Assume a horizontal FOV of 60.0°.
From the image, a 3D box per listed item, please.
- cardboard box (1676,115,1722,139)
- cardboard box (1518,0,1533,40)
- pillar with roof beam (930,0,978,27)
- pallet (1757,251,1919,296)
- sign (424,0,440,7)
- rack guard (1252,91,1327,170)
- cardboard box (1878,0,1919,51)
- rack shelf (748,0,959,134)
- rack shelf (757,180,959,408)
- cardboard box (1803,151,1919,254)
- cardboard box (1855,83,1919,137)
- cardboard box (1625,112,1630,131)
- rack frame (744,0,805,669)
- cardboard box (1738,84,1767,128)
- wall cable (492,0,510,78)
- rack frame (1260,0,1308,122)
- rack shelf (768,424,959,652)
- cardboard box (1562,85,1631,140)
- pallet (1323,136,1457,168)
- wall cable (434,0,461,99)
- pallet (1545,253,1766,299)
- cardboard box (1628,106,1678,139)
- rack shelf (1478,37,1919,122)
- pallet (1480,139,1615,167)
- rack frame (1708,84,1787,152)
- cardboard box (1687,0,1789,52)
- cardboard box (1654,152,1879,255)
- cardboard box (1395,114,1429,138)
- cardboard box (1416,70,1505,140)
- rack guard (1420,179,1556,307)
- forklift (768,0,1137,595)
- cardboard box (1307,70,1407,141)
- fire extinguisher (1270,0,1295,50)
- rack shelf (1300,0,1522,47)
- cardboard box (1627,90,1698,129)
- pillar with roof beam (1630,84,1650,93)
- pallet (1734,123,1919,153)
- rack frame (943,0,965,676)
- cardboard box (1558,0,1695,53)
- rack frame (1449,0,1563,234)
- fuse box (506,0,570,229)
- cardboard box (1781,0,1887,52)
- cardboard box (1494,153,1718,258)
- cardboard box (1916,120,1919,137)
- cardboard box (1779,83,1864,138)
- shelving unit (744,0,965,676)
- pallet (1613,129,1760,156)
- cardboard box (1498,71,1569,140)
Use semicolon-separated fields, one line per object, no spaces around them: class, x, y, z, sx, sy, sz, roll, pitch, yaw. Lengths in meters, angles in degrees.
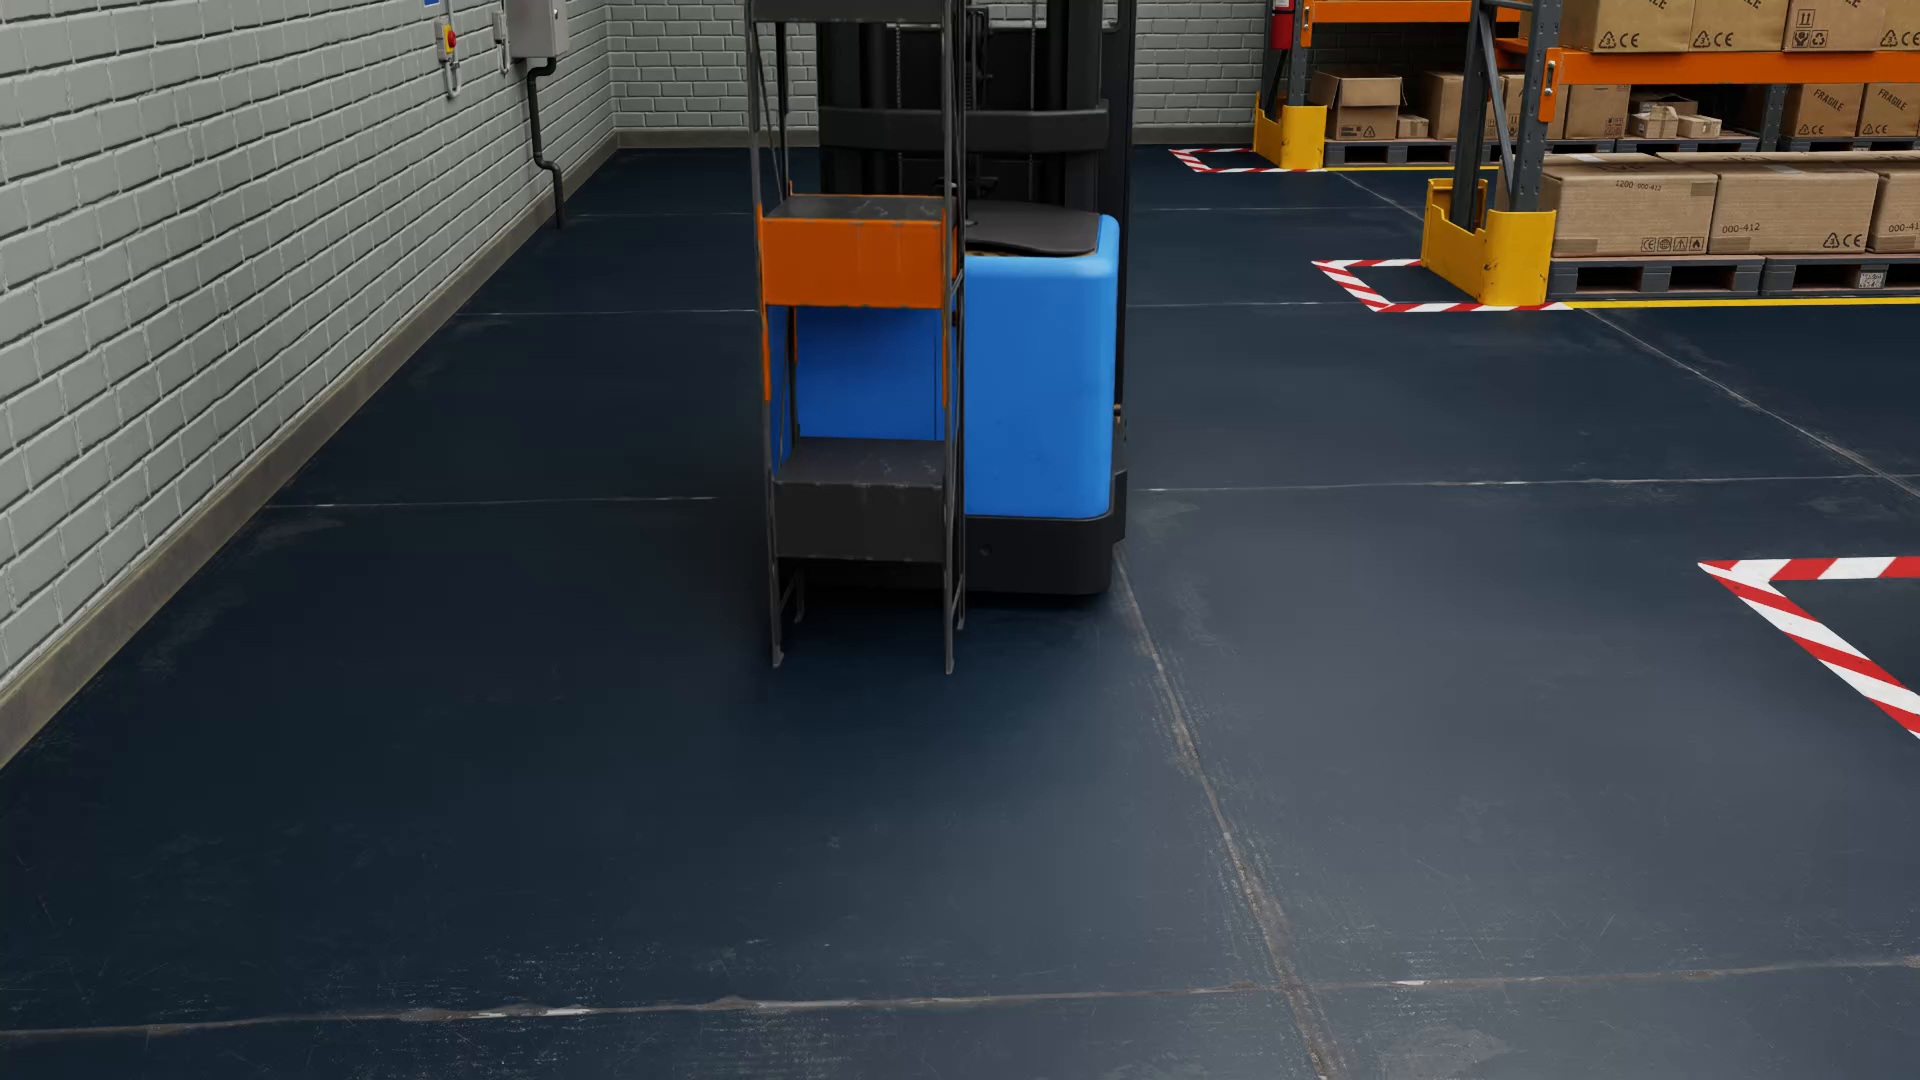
cardboard box;6.142;-3.455;13.896;0.250;0.149;0.380;-2;21;-5
cardboard box;3.442;-3.013;9.177;0.500;0.500;0.500;-1;21;-3
pillar with roof beam;0.191;-6.165;9.167;0.400;9.000;9.100;-1;21;-3
pallet;4.984;-1.627;9.597;1.213;0.211;1.003;-1;21;-3
sign;-2.711;-2.847;8.504;0.001;0.218;0.327;-1;21;-3
rack guard;2.764;-3.459;14.002;0.348;0.500;1.175;-1;21;-3
cardboard box;4.982;-2.857;8.768;0.500;0.500;0.500;0;21;-1
rack shelf;-0.255;-1.323;4.216;0.480;0.518;0.431;2;21;5
rack shelf;-0.255;-0.669;4.465;0.480;0.518;0.431;2;21;5
cardboard box;5.442;-1.949;9.535;0.875;0.438;0.875;-2;21;-5
cardboard box;7.708;-3.679;13.991;0.500;0.500;0.500;-1;21;-4
cardboard box;5.576;-3.632;14.362;0.250;0.149;0.380;-1;21;-4
rack frame;-0.498;-0.690;4.483;0.015;2.100;0.400;2;21;5
cardboard box;7.155;-3.850;14.439;0.500;0.500;0.500;-1;21;-3
wall cable;-2.746;-3.718;9.742;0.122;1.984;0.588;-1;21;-3
rack frame;2.688;-4.625;13.554;0.127;3.000;1.000;-1;21;-3
rack shelf;-0.255;-0.015;4.714;0.480;0.518;0.431;2;21;5
cardboard box;5.196;-3.657;13.933;0.500;0.500;0.700;-2;21;-5
pallet;3.560;-3.340;14.097;1.213;0.211;1.003;-1;21;-3
wall cable;-2.653;-3.229;8.414;0.123;1.953;0.585;-1;21;-3
pallet;3.769;-1.603;9.534;1.213;0.211;1.003;-1;21;-3
cardboard box;5.786;-3.502;13.856;0.258;0.266;0.396;0;21;-1
rack shelf;4.972;-2.566;9.157;4.000;0.370;1.077;-1;21;-3
pallet;4.775;-3.364;14.160;1.213;0.211;1.003;-1;21;-3
rack frame;6.682;-4.706;13.767;0.127;3.000;1.000;-1;21;-3
cardboard box;3.974;-2.837;8.715;0.500;0.500;0.500;-1;21;-4
cardboard box;4.542;-1.931;9.489;0.875;0.438;0.875;-1;21;-2
cardboard box;3.731;-3.463;13.917;0.250;0.149;0.380;-2;21;-5
cardboard box;4.160;-3.636;13.877;0.500;0.500;0.700;0;21;-1
rack guard;2.951;-1.693;9.366;0.348;0.500;1.175;-1;21;-3
forklift;0.079;-1.688;5.935;1.130;2.935;3.031;2;21;5
cardboard box;3.304;-3.634;13.867;0.637;0.503;0.797;-2;21;-5
fire extinguisher;2.568;-4.248;13.195;0.183;0.674;0.296;-1;21;-3
rack shelf;4.685;-4.330;13.788;4.000;0.370;1.077;-1;21;-3
cardboard box;6.009;-3.717;14.356;0.500;0.311;0.500;0;21;-1
pillar with roof beam;6.181;-6.287;9.487;0.400;9.000;9.100;-1;21;-3
pallet;7.492;-3.433;14.342;1.213;0.211;1.003;-1;21;-3
rack frame;-0.013;-0.673;4.437;0.015;2.100;0.400;2;21;5
cardboard box;3.471;-2.817;8.662;0.500;0.500;0.500;-1;21;-3
rack frame;2.975;-2.862;8.923;0.127;3.000;1.000;-1;21;-3
fuse box;-2.627;-2.886;10.797;0.414;1.711;0.539;-1;21;-3
cardboard box;4.483;-2.841;8.726;0.500;0.500;0.500;-1;21;-3
cardboard box;3.628;-1.910;9.432;0.875;0.438;0.875;-2;21;-5
cardboard box;8.207;-3.687;14.013;0.500;0.500;0.500;-2;21;-5
cardboard box;7.177;-3.664;13.953;0.500;0.500;0.500;0;21;-1
shelving unit;-0.255;-0.682;4.460;0.503;2.100;0.431;2;21;5
pallet;5.996;-3.390;14.227;1.213;0.211;1.003;-1;21;-3
cardboard box;4.693;-3.611;13.812;0.500;0.500;0.500;-1;21;-2
